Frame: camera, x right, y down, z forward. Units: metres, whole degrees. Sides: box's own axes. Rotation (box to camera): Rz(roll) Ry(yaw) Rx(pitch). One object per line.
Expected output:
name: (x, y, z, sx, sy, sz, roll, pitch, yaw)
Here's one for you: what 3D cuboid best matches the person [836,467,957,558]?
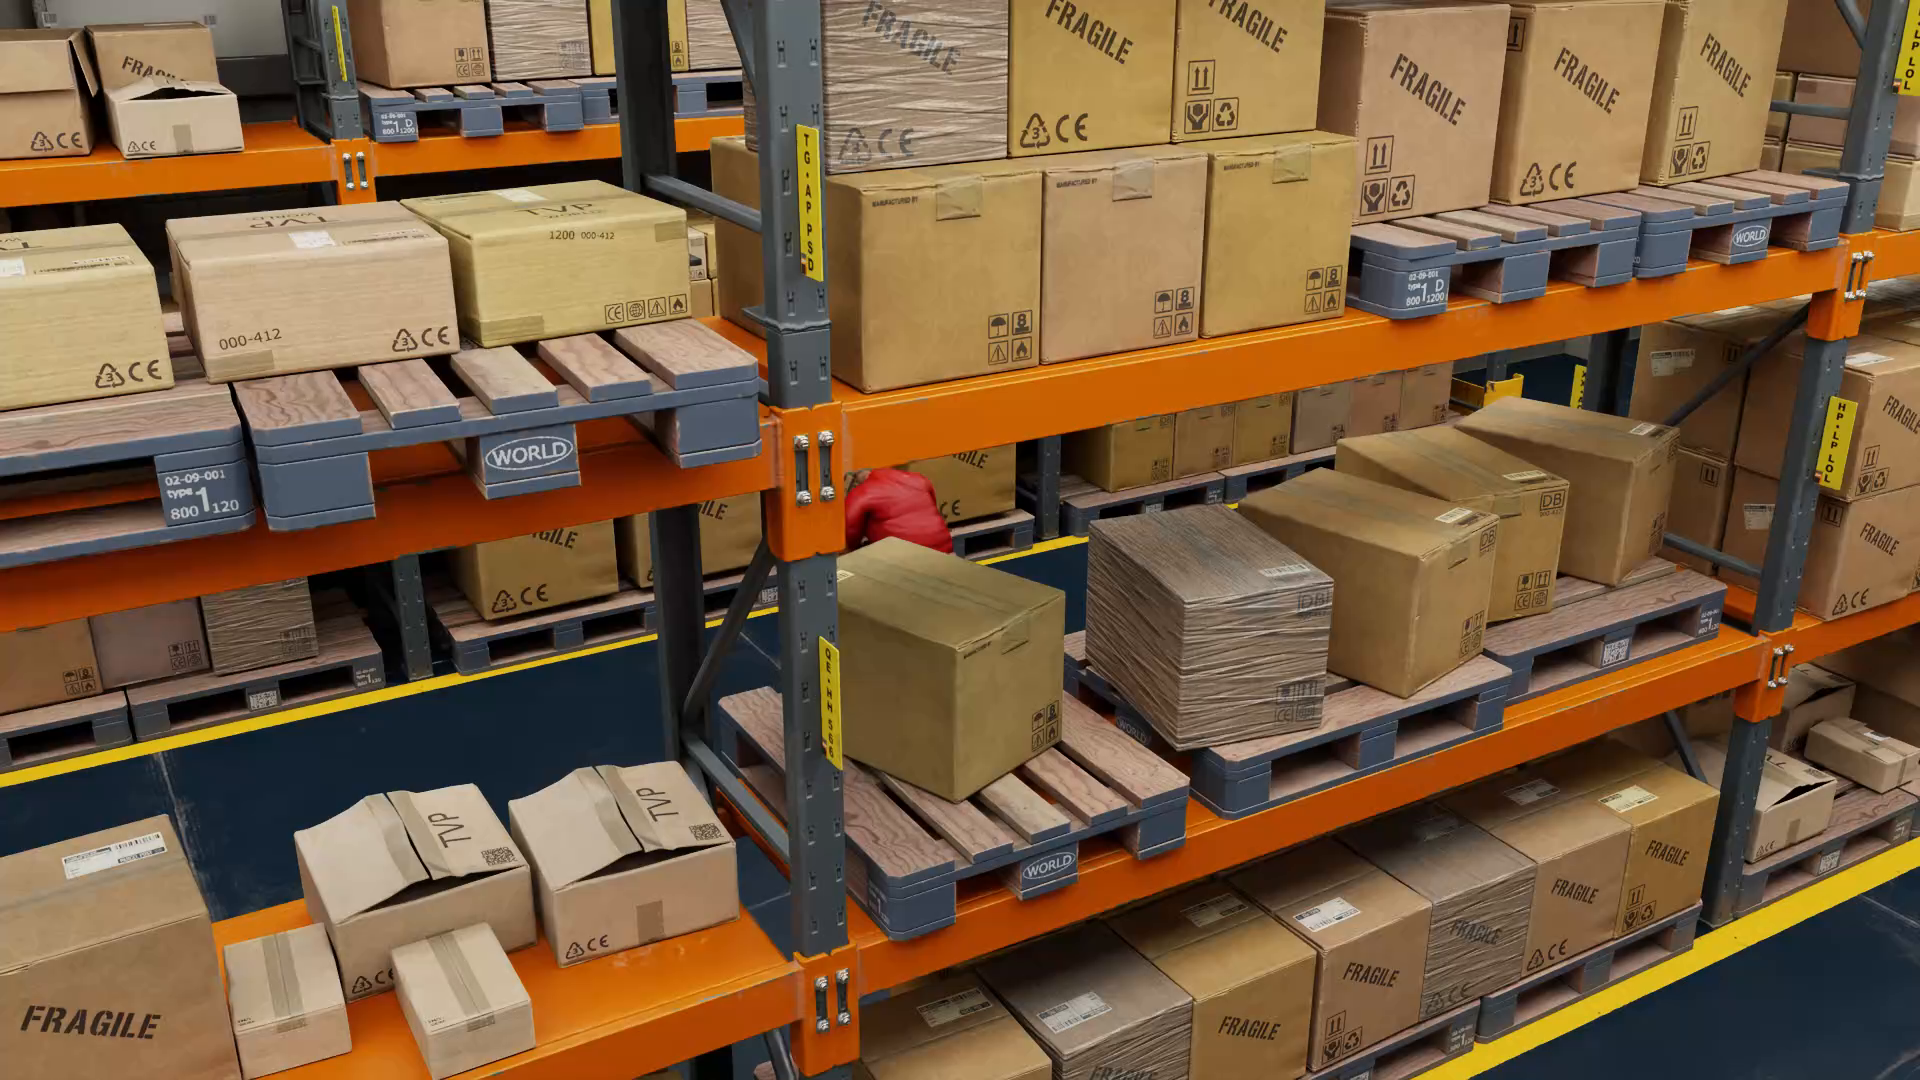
person: (-0.314, 0.201, 8.434, 0.590, 1.322, 0.753, -12, 25, -28)
